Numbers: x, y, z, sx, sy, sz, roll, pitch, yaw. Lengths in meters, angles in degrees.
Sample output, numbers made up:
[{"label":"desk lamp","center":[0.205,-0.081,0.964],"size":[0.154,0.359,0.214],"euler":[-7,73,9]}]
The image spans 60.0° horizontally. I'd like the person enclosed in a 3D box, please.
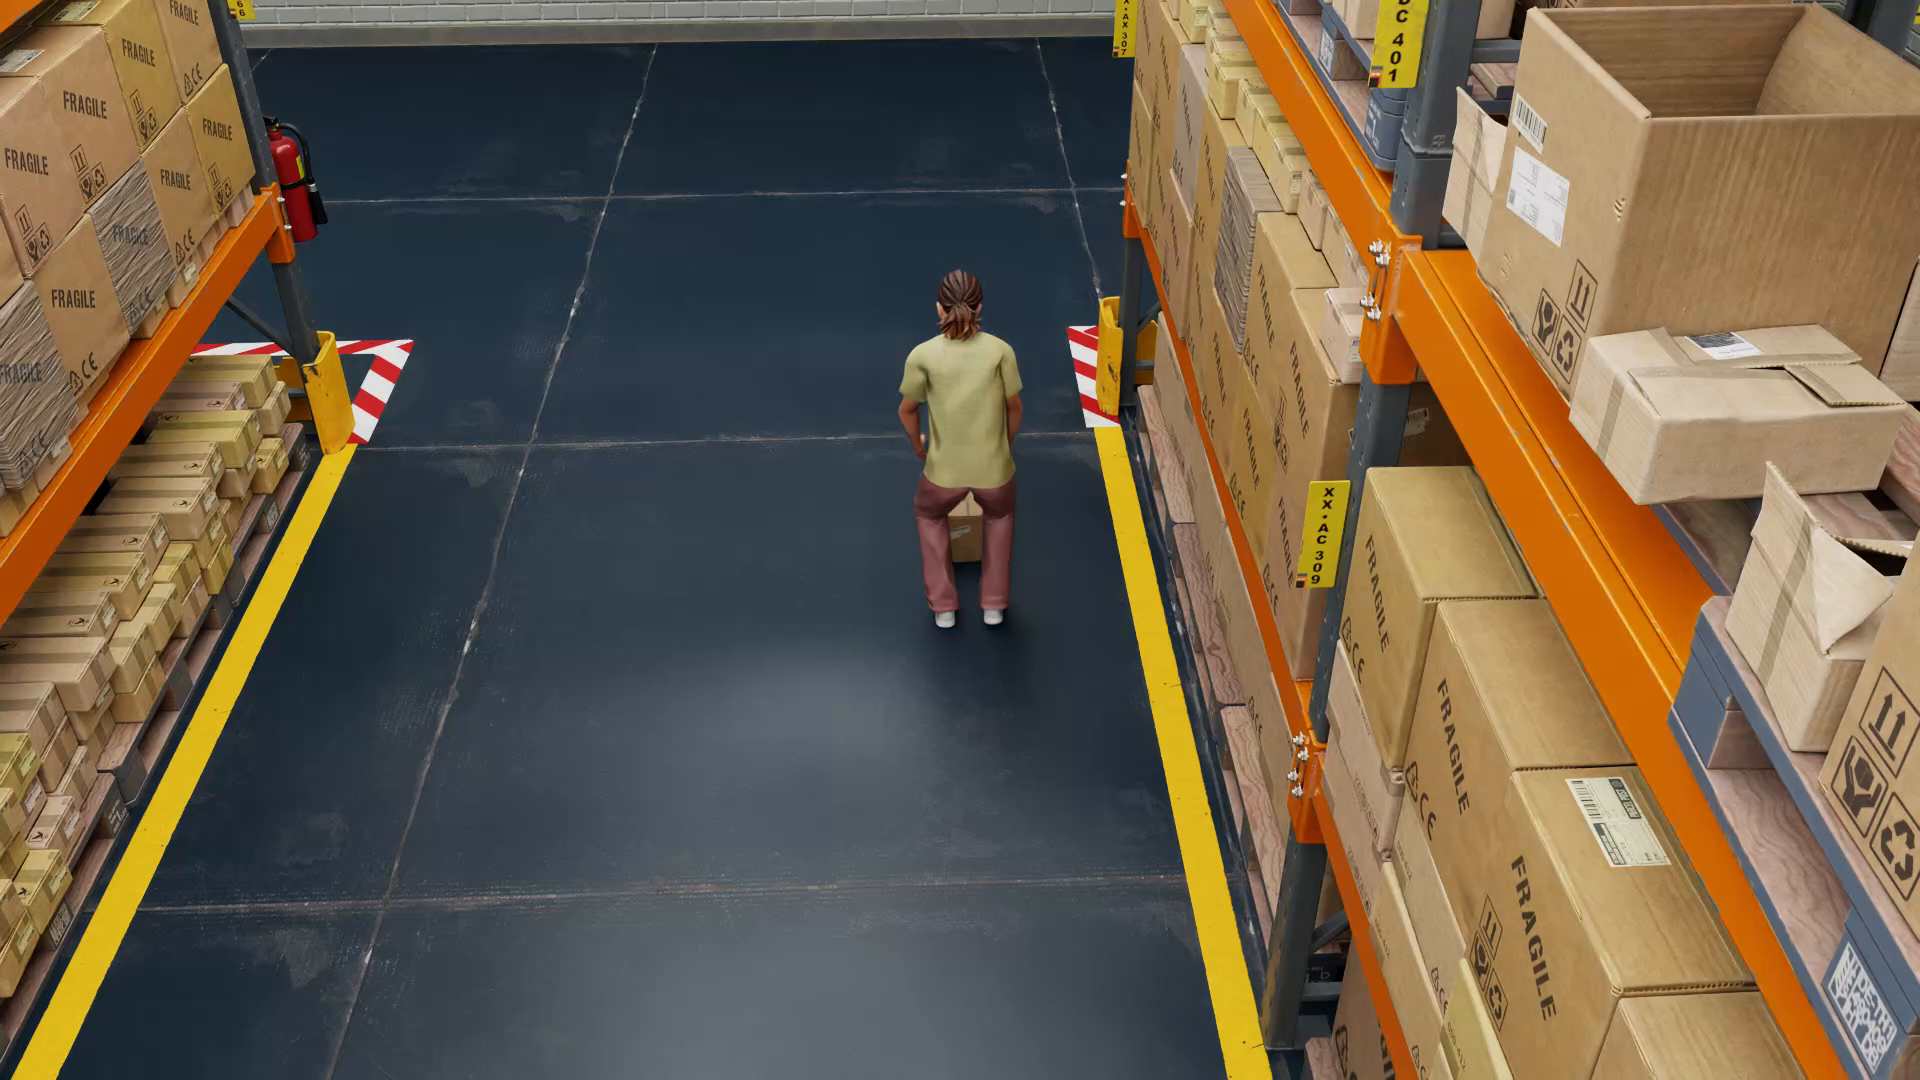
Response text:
[{"label":"person","center":[0.003,-0.334,6.763],"size":[0.498,1.515,0.532],"euler":[0,35,0]}]
